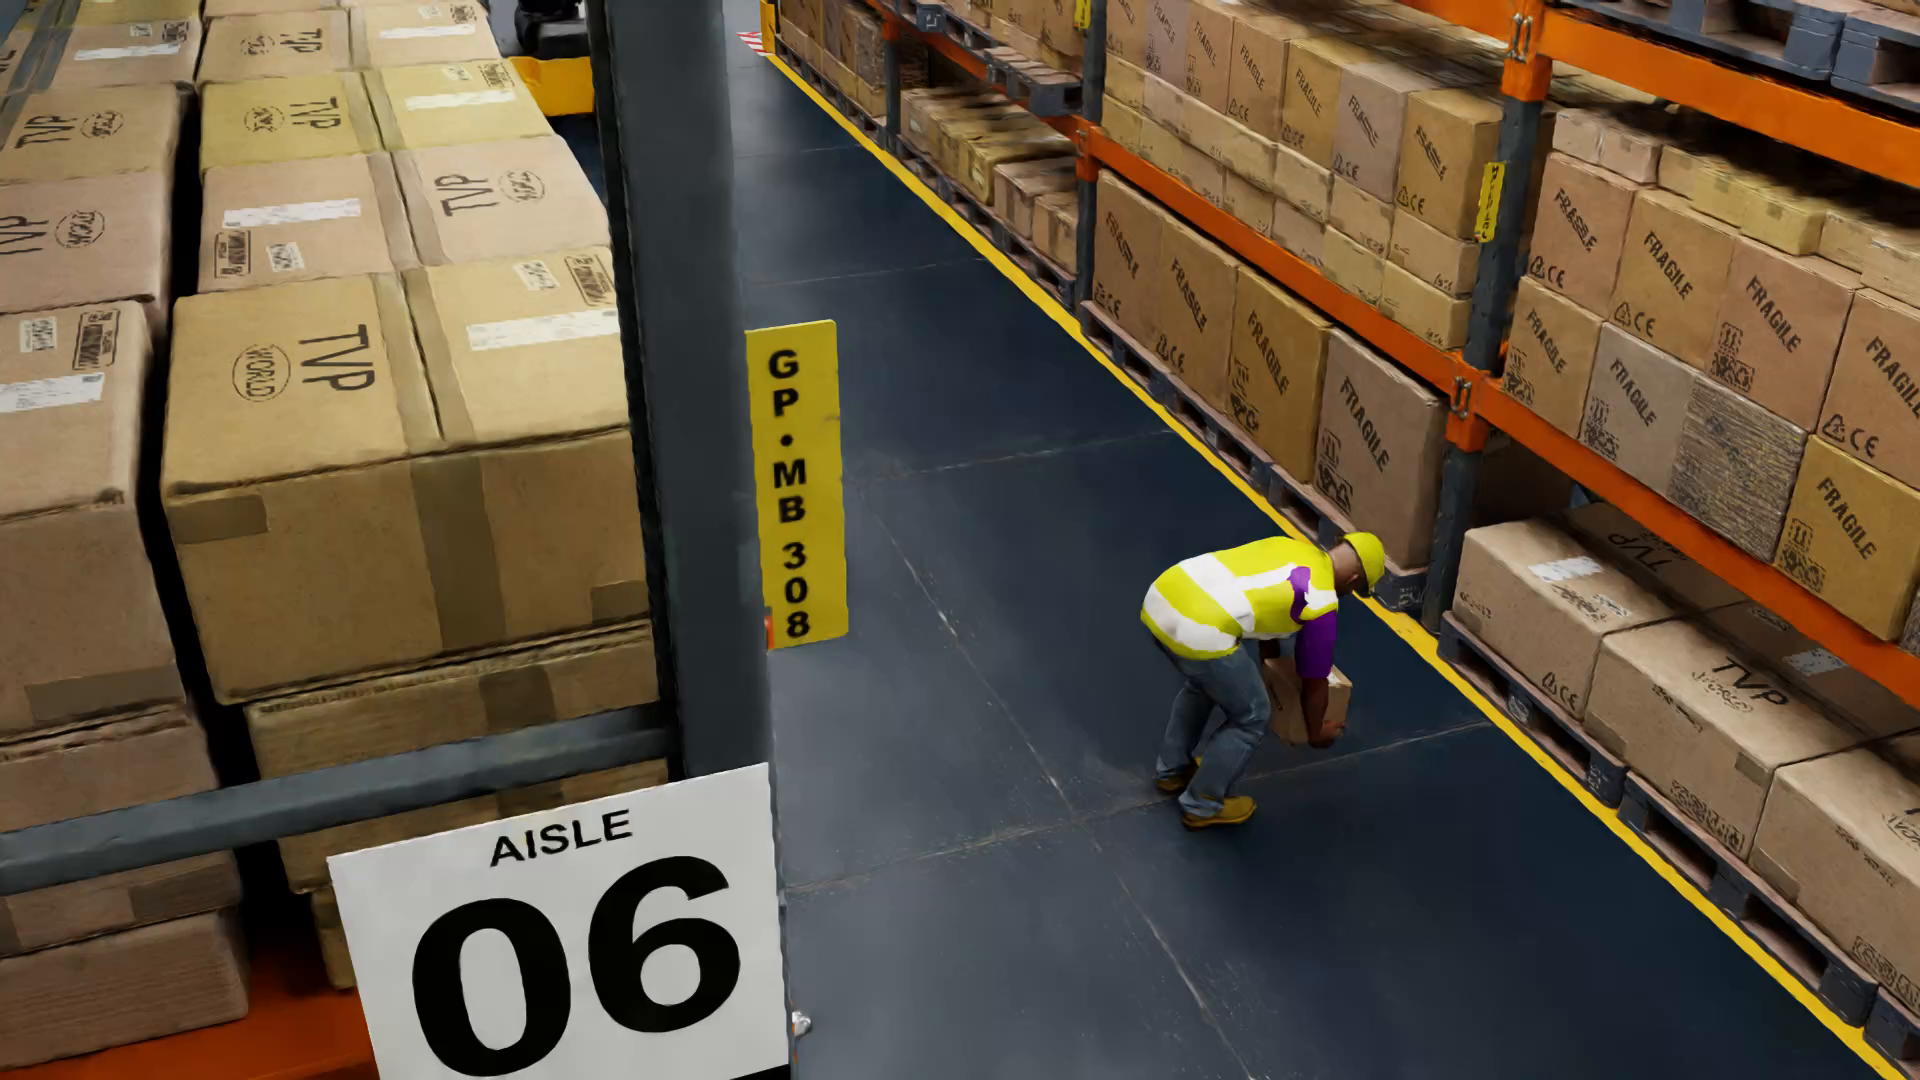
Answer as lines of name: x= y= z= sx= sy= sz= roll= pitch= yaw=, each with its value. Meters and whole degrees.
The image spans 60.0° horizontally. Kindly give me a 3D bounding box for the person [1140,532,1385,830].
person: x=1.159 y=0.502 z=6.395 sx=0.981 sy=1.096 sz=0.478 roll=-12 pitch=32 yaw=-19
